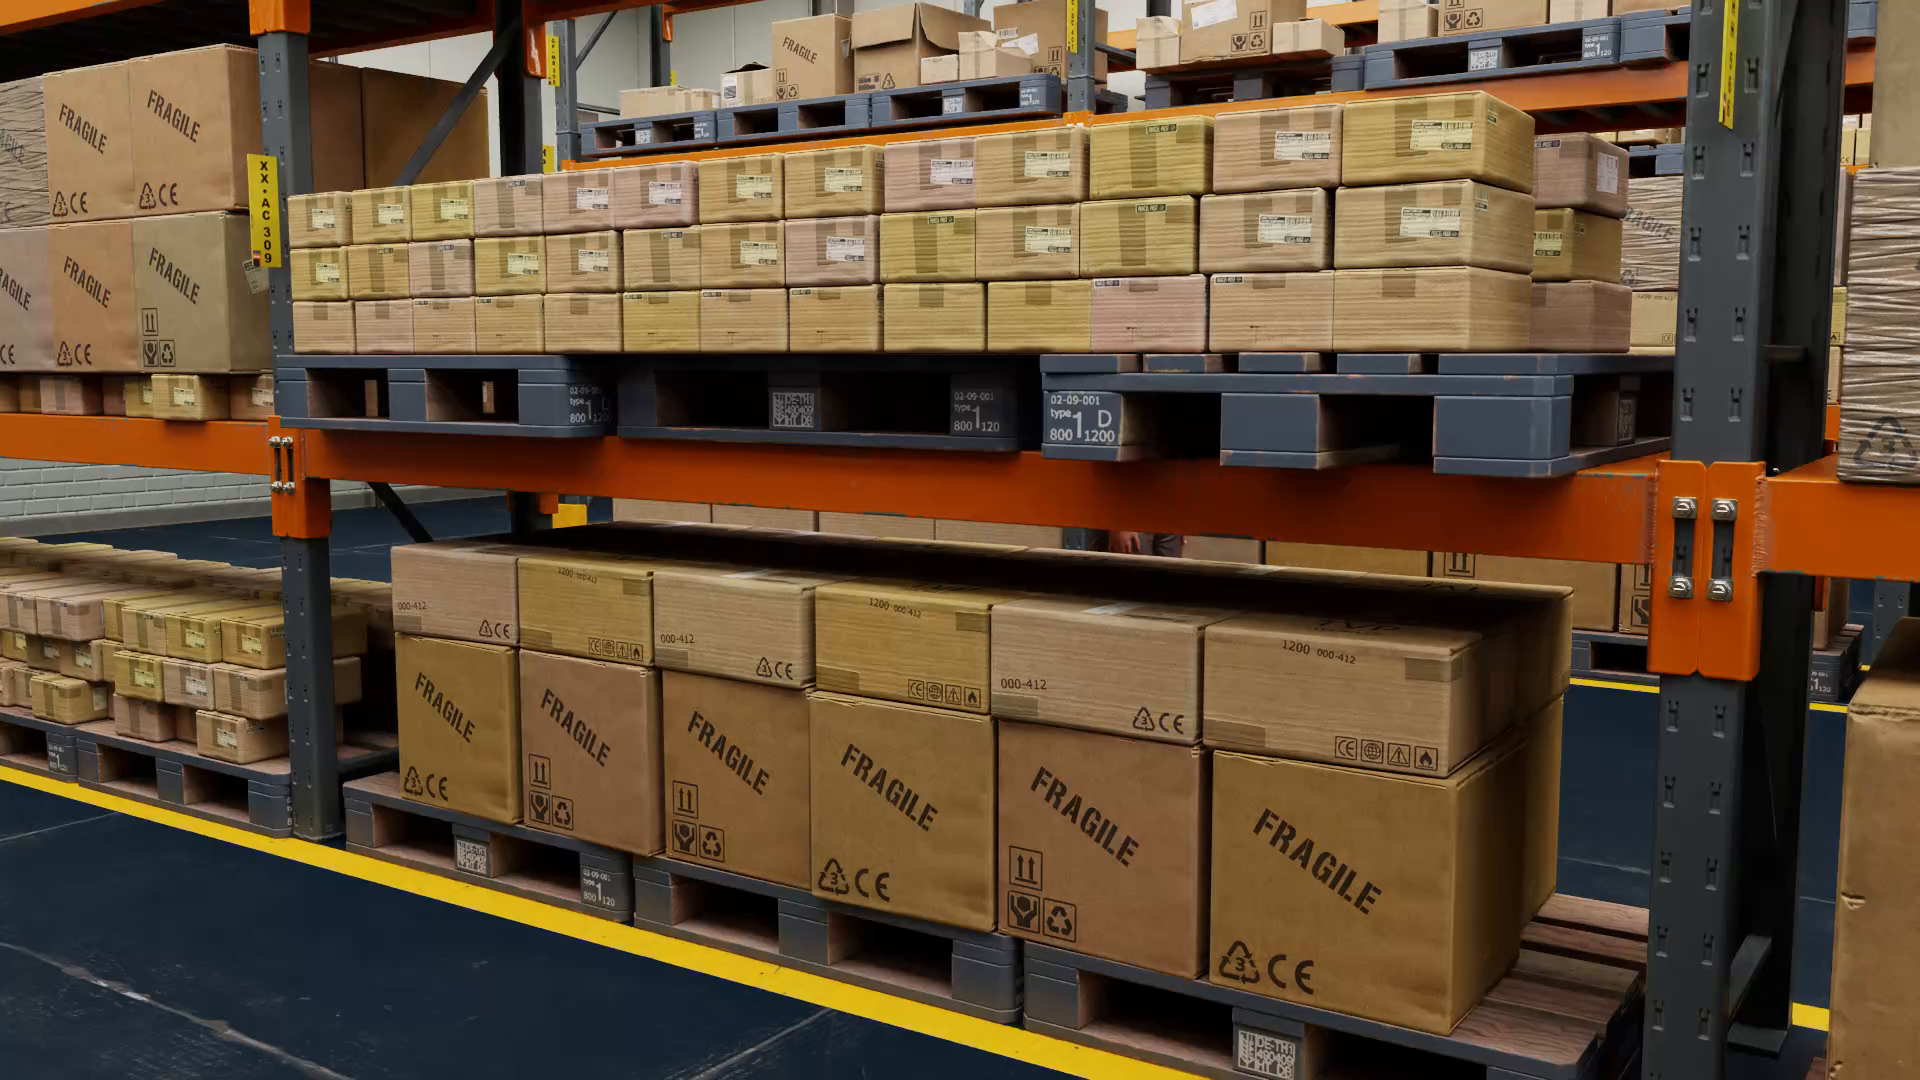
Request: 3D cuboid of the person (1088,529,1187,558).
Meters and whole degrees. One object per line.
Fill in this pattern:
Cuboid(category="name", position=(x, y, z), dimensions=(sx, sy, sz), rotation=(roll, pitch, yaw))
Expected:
Cuboid(category="person", position=(0.676, -0.052, 6.357), dimensions=(0.412, 1.721, 0.583), rotation=(4, 7, 33))
